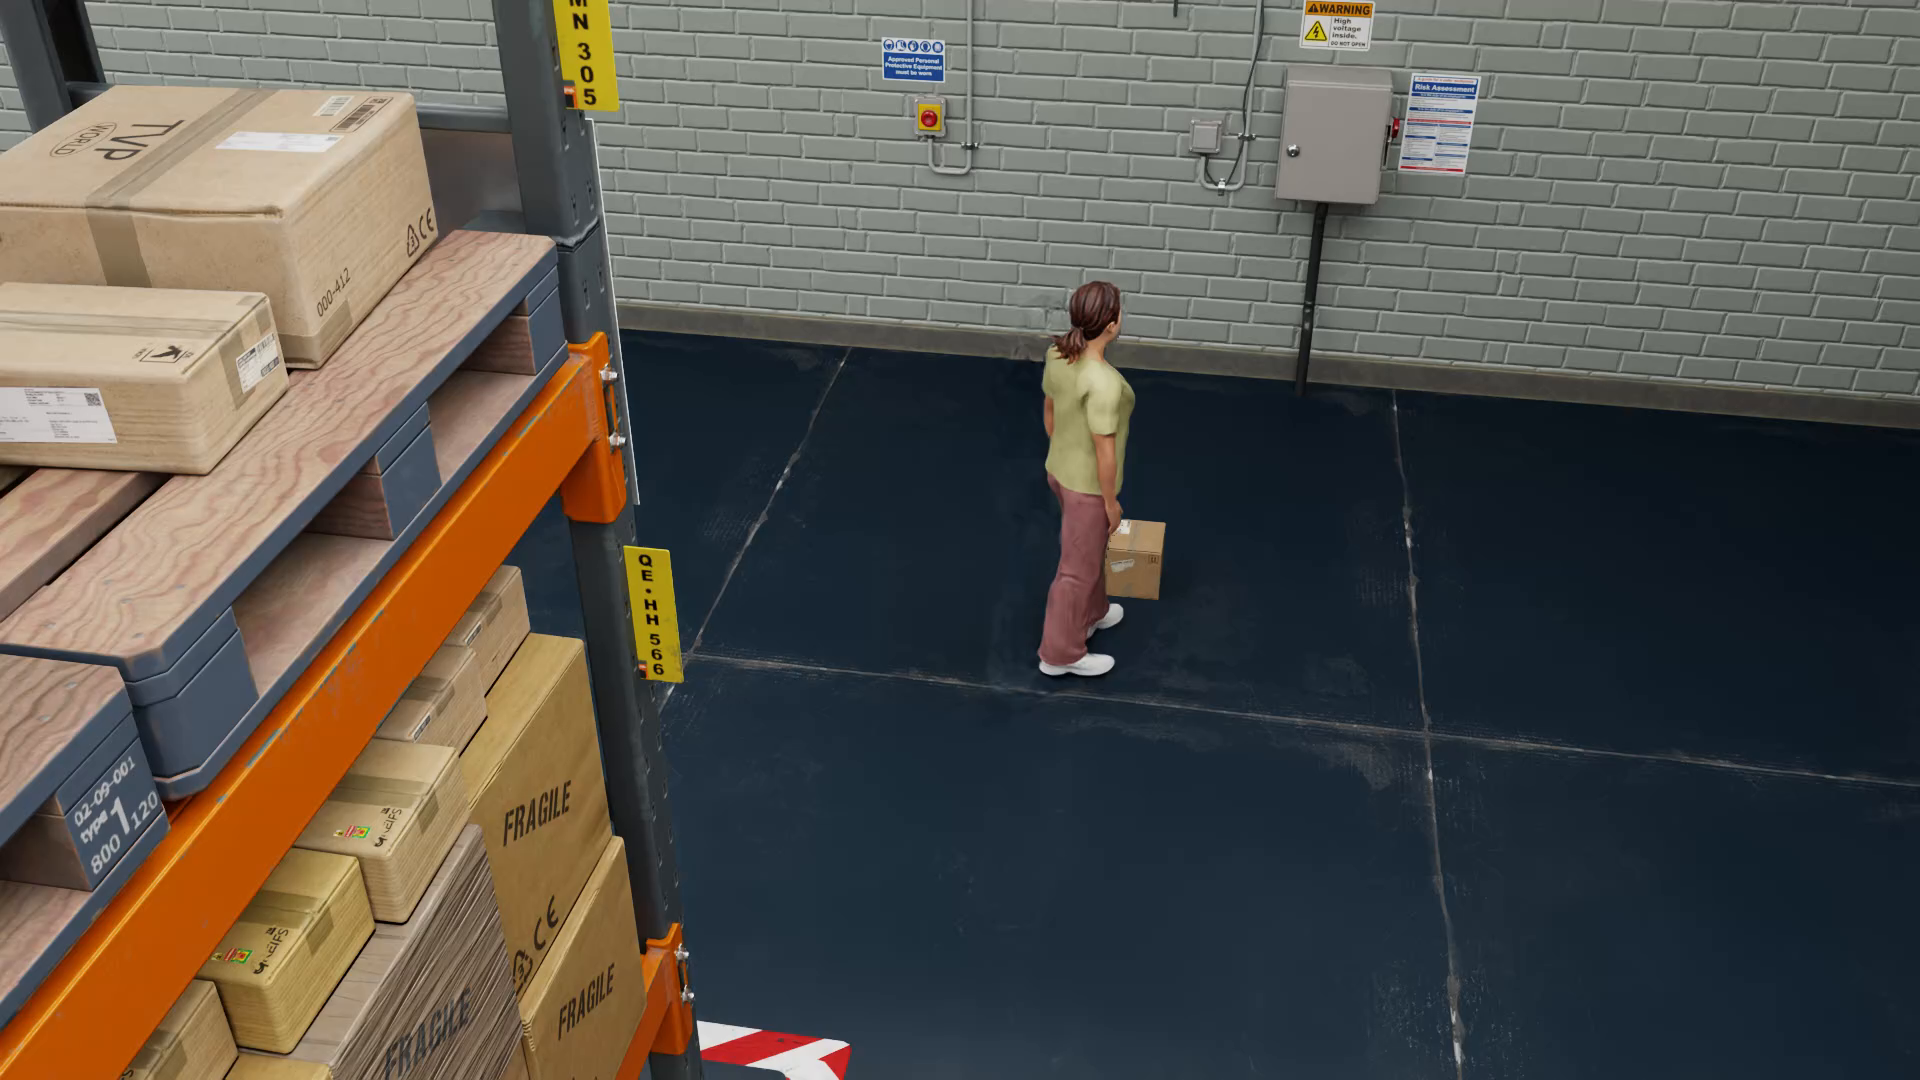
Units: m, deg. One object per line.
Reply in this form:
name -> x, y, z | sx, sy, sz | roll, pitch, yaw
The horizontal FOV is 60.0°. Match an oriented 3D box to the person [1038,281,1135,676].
person -> 0.542, -0.237, 6.486 | 0.525, 1.670, 0.453 | -14, 35, -21
